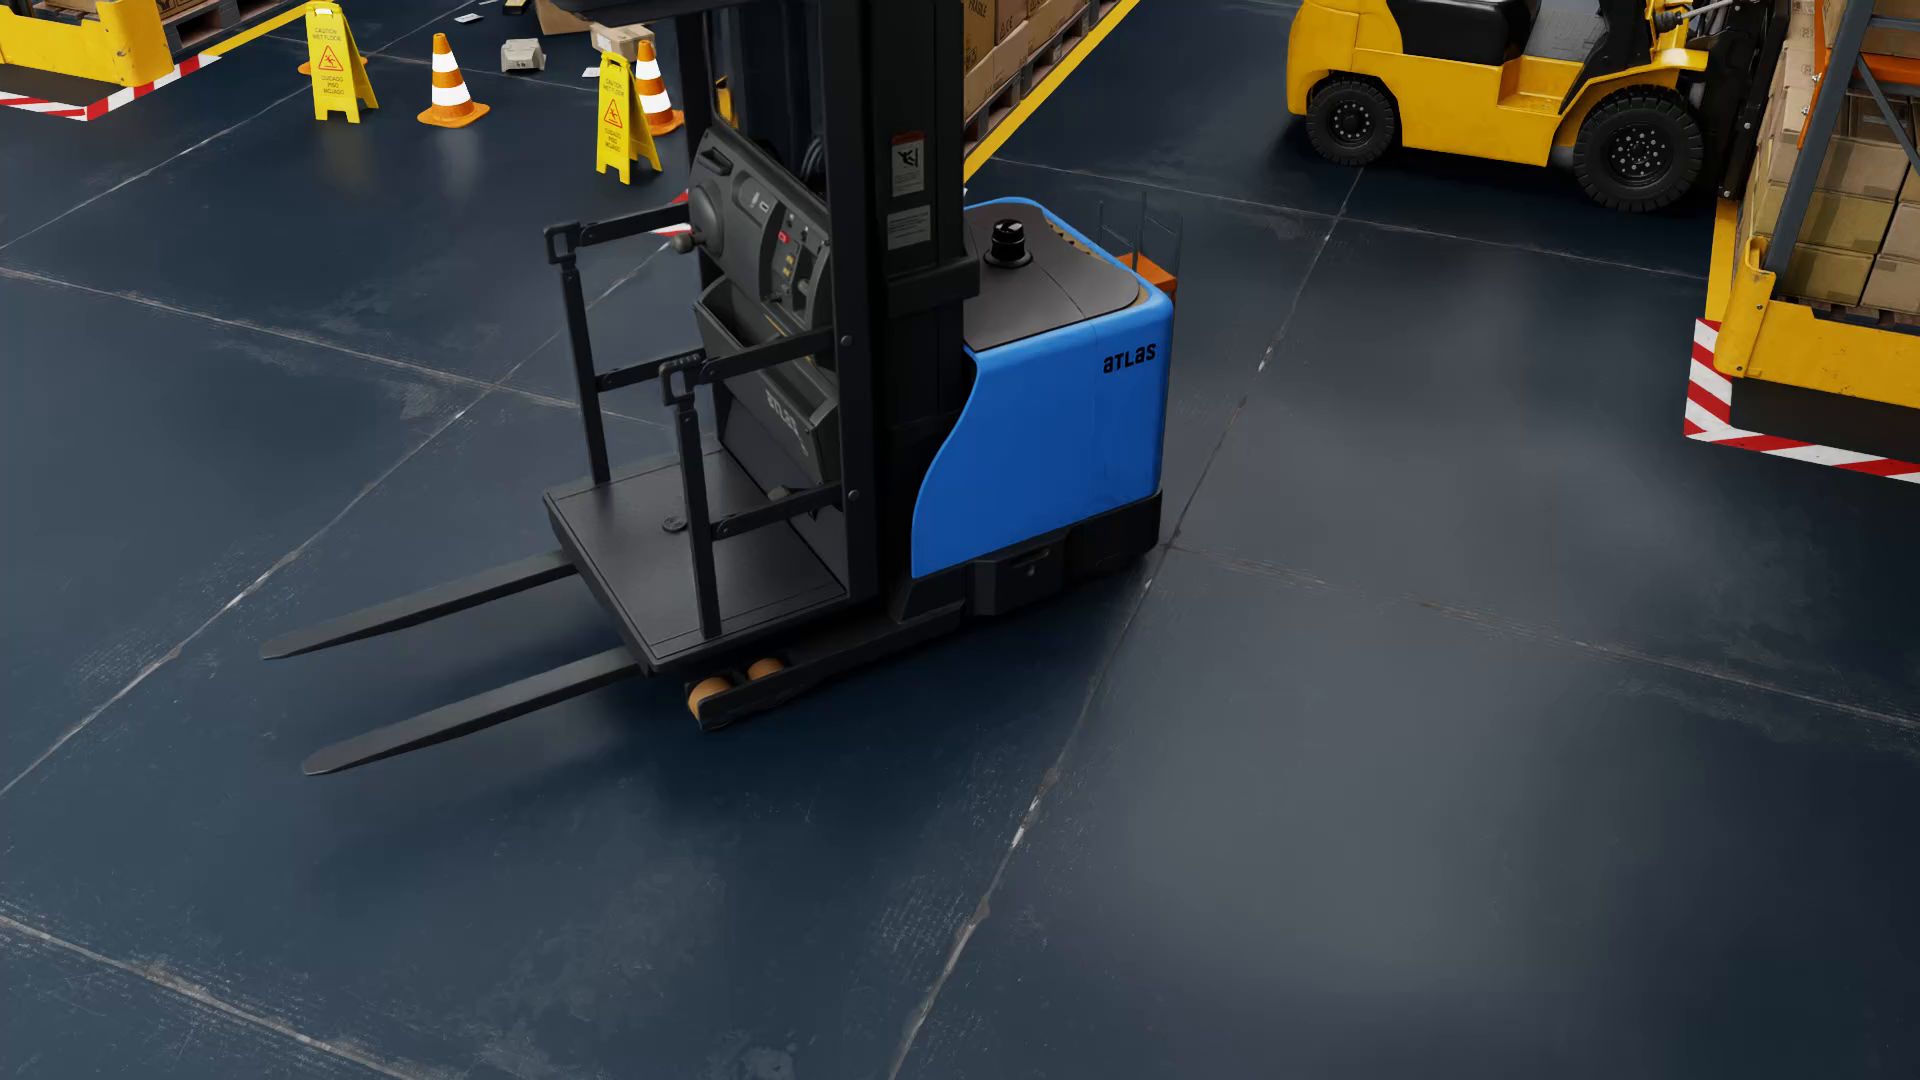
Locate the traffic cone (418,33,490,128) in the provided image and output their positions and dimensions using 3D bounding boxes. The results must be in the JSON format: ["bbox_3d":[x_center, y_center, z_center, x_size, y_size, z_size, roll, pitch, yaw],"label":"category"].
[{"bbox_3d":[-2.890,-2.616,9.363,0.336,0.463,0.334,14,39,18],"label":"traffic cone"}]

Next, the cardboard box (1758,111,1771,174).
[{"bbox_3d":[3.984,-1.790,7.667,0.500,0.250,0.500,13,39,17],"label":"cardboard box"}]

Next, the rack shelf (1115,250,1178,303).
[{"bbox_3d":[0.630,-0.927,5.961,0.180,0.103,0.258,-19,41,-24],"label":"rack shelf"}]

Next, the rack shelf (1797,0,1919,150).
[{"bbox_3d":[4.648,-2.726,7.992,1.077,0.370,4.000,14,39,18],"label":"rack shelf"}]

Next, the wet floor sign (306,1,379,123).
[{"bbox_3d":[-3.501,-2.697,9.319,0.267,0.644,0.232,7,37,10],"label":"wet floor sign"}]

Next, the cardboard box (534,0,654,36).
[{"bbox_3d":[-2.378,-3.585,10.626,0.797,0.503,0.637,-11,38,-14],"label":"cardboard box"}]

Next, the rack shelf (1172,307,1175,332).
[{"bbox_3d":[0.630,-0.831,6.033,0.180,0.103,0.258,-19,41,-24],"label":"rack shelf"}]

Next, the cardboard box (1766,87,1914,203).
[{"bbox_3d":[3.774,-1.700,7.130,0.500,0.250,0.500,15,39,19],"label":"cardboard box"}]

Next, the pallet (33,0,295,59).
[{"bbox_3d":[-5.089,-3.451,10.690,1.003,0.211,1.213,14,39,18],"label":"pallet"}]

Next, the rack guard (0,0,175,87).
[{"bbox_3d":[-5.330,-3.093,9.970,1.175,0.500,0.348,14,39,18],"label":"rack guard"}]

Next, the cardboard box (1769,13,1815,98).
[{"bbox_3d":[4.145,-2.266,7.887,0.500,0.250,0.500,14,39,18],"label":"cardboard box"}]

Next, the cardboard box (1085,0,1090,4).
[{"bbox_3d":[0.647,-3.631,10.549,0.500,0.250,0.500,13,39,17],"label":"cardboard box"}]

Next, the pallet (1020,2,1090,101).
[{"bbox_3d":[0.132,-3.075,10.188,1.003,0.211,1.213,14,39,18],"label":"pallet"}]

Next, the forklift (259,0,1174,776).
[{"bbox_3d":[-0.802,-0.922,5.036,3.031,2.935,1.130,-19,41,-24],"label":"forklift"}]

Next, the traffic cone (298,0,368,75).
[{"bbox_3d":[-3.806,-3.061,9.959,0.336,0.463,0.334,14,39,18],"label":"traffic cone"}]

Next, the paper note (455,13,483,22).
[{"bbox_3d":[-3.170,-3.375,10.742,0.144,0.017,0.142,29,45,33],"label":"paper note"}]

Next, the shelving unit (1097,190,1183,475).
[{"bbox_3d":[0.630,-0.674,6.150,0.189,1.200,0.258,-19,41,-24],"label":"shelving unit"}]

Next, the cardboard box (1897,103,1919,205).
[{"bbox_3d":[4.245,-1.597,6.992,0.500,0.250,0.500,13,39,17],"label":"cardboard box"}]

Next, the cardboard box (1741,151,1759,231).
[{"bbox_3d":[3.972,-1.579,7.803,0.500,0.250,0.500,14,39,18],"label":"cardboard box"}]

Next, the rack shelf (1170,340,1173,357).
[{"bbox_3d":[0.630,-0.735,6.105,0.180,0.103,0.258,-19,41,-24],"label":"rack shelf"}]

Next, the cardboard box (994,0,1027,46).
[{"bbox_3d":[0.061,-3.090,9.198,0.500,0.500,0.500,12,39,16],"label":"cardboard box"}]

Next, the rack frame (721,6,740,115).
[{"bbox_3d":[-0.705,-3.035,7.806,1.000,3.000,0.127,14,39,18],"label":"rack frame"}]

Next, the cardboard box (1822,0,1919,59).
[{"bbox_3d":[3.831,-2.279,6.710,0.500,0.500,0.500,13,39,17],"label":"cardboard box"}]

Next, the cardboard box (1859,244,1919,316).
[{"bbox_3d":[4.255,-1.201,7.297,0.500,0.250,0.500,14,39,18],"label":"cardboard box"}]

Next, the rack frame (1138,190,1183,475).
[{"bbox_3d":[0.709,-0.702,6.186,0.006,1.200,0.240,-19,41,-24],"label":"rack frame"}]

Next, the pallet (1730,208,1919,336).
[{"bbox_3d":[4.139,-1.223,7.710,1.003,0.211,1.213,14,39,18],"label":"pallet"}]

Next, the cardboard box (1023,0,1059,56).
[{"bbox_3d":[0.255,-3.072,9.800,0.500,0.250,0.500,16,40,21],"label":"cardboard box"}]

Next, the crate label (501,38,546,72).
[{"bbox_3d":[-2.648,-2.935,10.062,0.250,0.136,0.298,-5,37,-6],"label":"crate label"}]

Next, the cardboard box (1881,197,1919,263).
[{"bbox_3d":[4.258,-1.387,7.128,0.500,0.250,0.500,15,39,19],"label":"cardboard box"}]

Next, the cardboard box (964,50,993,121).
[{"bbox_3d":[-0.142,-2.486,9.016,0.500,0.250,0.500,14,39,17],"label":"cardboard box"}]
